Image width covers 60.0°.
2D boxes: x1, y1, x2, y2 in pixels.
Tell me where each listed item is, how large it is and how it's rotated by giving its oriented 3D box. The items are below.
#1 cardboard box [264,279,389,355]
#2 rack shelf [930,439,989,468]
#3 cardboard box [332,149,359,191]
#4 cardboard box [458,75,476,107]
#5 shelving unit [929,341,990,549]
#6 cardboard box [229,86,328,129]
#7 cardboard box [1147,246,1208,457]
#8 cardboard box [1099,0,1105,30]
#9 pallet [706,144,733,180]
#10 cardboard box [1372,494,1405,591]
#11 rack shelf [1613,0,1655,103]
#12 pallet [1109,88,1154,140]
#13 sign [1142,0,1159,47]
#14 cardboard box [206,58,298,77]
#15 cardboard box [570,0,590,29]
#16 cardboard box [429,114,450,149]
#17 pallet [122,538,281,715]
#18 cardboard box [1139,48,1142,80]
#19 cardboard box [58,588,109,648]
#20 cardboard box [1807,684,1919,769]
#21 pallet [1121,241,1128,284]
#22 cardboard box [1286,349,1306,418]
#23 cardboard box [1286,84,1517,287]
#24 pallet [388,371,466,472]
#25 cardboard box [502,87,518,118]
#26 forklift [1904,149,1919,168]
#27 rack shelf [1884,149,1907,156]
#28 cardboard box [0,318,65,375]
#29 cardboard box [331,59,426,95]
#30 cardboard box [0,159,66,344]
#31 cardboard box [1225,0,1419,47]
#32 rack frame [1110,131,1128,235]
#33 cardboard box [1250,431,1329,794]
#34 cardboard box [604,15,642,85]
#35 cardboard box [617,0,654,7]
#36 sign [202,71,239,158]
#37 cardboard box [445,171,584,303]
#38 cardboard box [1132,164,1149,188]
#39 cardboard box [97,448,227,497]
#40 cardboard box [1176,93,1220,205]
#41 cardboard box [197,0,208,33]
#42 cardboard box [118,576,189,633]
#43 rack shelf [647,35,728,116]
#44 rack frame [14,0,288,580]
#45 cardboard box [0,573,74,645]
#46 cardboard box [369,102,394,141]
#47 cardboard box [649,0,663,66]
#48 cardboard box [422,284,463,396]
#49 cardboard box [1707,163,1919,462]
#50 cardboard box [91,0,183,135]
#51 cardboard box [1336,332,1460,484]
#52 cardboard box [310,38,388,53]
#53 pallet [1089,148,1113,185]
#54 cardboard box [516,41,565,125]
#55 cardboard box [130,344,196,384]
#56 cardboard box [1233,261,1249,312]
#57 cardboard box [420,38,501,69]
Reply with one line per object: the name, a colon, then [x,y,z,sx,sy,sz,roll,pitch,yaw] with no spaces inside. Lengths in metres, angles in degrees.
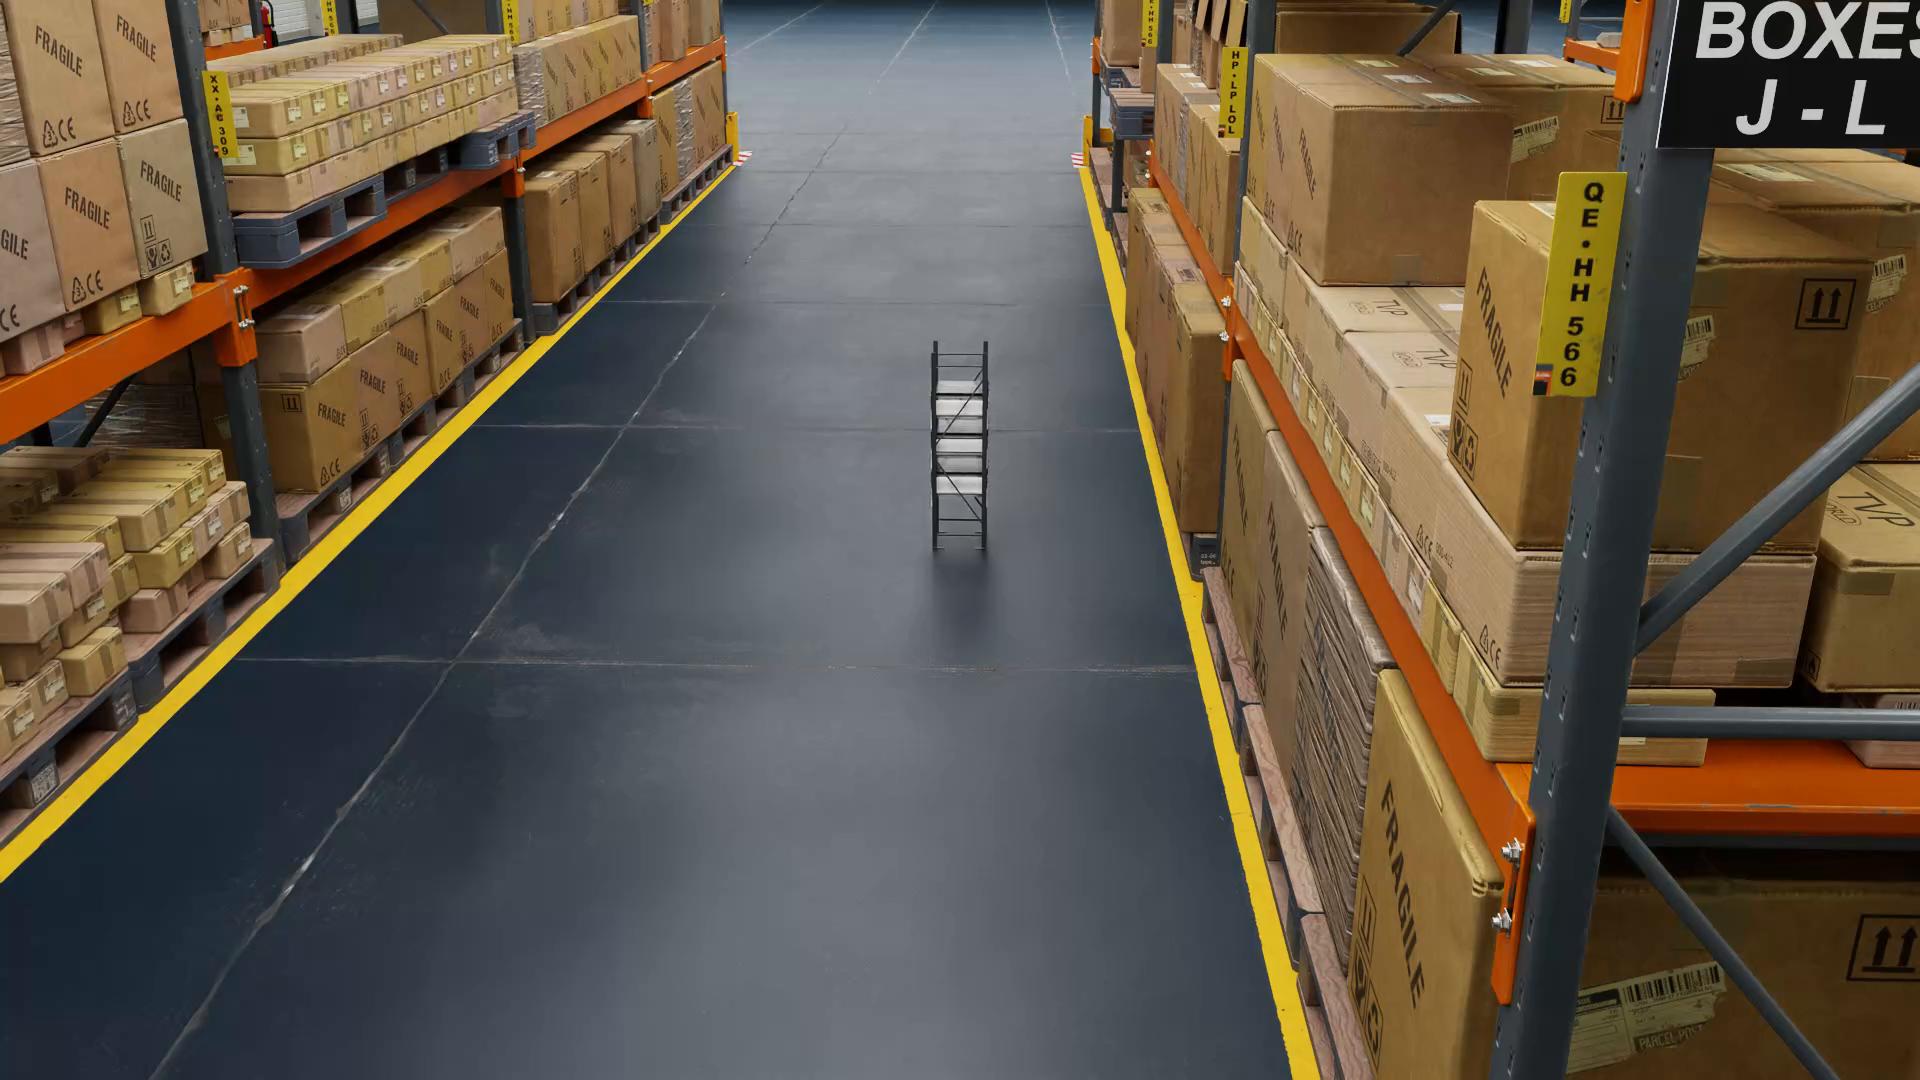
cardboard box: [-3.098,-1.077,7.996,0.500,0.250,0.500,1,21,3]
rack shelf: [0.000,-0.386,7.371,0.258,0.077,0.200,1,21,2]
cardboard box: [-2.912,-1.647,7.393,0.380,0.149,0.250,1,21,2]
cardboard box: [-2.856,-2.438,9.021,0.380,0.149,0.250,1,21,2]
shelving unit: [0.000,-0.417,7.359,0.258,0.900,0.210,1,21,2]
cardboard box: [-2.924,-1.834,7.054,0.380,0.149,0.250,1,21,3]
cardboard box: [1.582,-0.909,8.082,1.225,0.875,0.875,0,21,0]
cardboard box: [1.877,-5.475,16.942,0.875,0.500,0.500,1,21,2]
pallet: [-2.979,-3.989,17.518,1.003,0.211,1.213,1,21,2]
cardboard box: [1.140,0.007,3.713,0.380,0.149,0.250,1,21,3]
rack shelf: [1.496,-1.489,4.067,1.077,0.370,4.000,1,21,2]
pallet: [1.593,-2.765,10.773,1.213,0.211,1.003,1,21,2]
sign: [1.136,-3.101,9.882,0.100,0.325,0.005,1,21,2]
cardboard box: [-3.534,-2.312,8.285,0.380,0.149,0.250,0,21,1]
cardboard box: [-3.193,-4.097,12.421,0.700,0.500,0.500,1,21,2]
cardboard box: [-2.876,-2.118,8.607,0.380,0.149,0.250,1,21,3]
pallet: [-3.383,0.303,6.456,1.003,0.211,1.213,1,21,2]
cardboard box: [1.459,-3.334,11.581,0.396,0.266,0.258,0,21,0]
cardboard box: [-3.170,0.249,5.690,0.380,0.149,0.250,1,21,3]
cardboard box: [1.776,0.290,2.983,0.380,0.149,0.250,1,21,2]
pallet: [1.743,-2.018,12.437,1.003,0.211,1.213,1,21,2]
cardboard box: [1.176,-0.460,4.915,0.380,0.149,0.250,1,21,2]
cardboard box: [1.253,-1.031,4.798,0.500,0.500,0.500,0,21,0]
pallet: [-3.342,-0.664,8.948,1.003,0.211,1.213,1,21,2]
cardboard box: [-2.832,-2.582,9.802,0.380,0.149,0.250,1,21,3]
forklift: [3.663,-0.874,5.729,1.130,2.935,3.031,3,21,8]
rack shelf: [6.690,-2.929,11.924,1.077,0.370,4.000,1,21,2]
cardboard box: [-3.150,-0.635,5.367,0.380,0.149,0.250,0,21,-1]
cardboard box: [-2.883,-2.299,8.250,0.380,0.149,0.250,1,21,3]
cardboard box: [-3.164,-0.880,5.100,0.500,0.500,0.500,1,21,1]
cardboard box: [1.600,-2.142,7.379,0.797,0.503,0.637,1,21,2]
rack frame: [1.800,-4.042,13.798,1.000,3.000,0.127,1,21,2]
cardboard box: [1.429,0.209,5.200,0.875,0.875,0.875,1,21,2]
cardboard box: [-2.903,-3.988,13.521,0.500,0.500,0.500,1,21,1]
cardboard box: [-3.109,-4.839,14.153,0.875,0.550,0.550,1,21,2]
sign: [-2.855,-1.641,6.413,0.100,0.325,0.005,1,21,2]
cardboard box: [-3.168,-2.053,11.202,1.050,0.750,0.750,0,21,1]
cardboard box: [1.726,-2.687,13.155,0.700,0.500,0.500,1,21,1]
cardboard box: [-3.149,-0.253,6.572,0.380,0.149,0.250,1,21,3]
cardboard box: [1.349,-1.917,8.184,0.500,0.500,0.500,1,21,2]
cardboard box: [-7.764,-5.221,16.289,0.500,0.500,0.500,1,21,1]
cardboard box: [-3.104,0.228,6.155,0.380,0.149,0.250,0,21,0]
rack shelf: [-3.094,-4.520,16.027,1.077,0.370,4.000,1,21,2]
rack frame: [-3.398,-1.240,6.578,1.000,3.000,0.127,1,21,2]
cardboard box: [-3.115,0.220,5.354,0.380,0.149,0.250,0,21,0]
cardboard box: [-2.900,-1.973,7.824,0.380,0.149,0.250,1,21,4]
cardboard box: [-3.161,-4.535,14.863,0.875,0.550,0.550,1,21,2]
cardboard box: [-3.054,-1.097,9.084,0.500,0.500,0.500,0,21,-1]
cardboard box: [1.735,-0.472,3.359,0.500,0.500,0.500,0,21,0]
cardboard box: [-3.142,-1.719,5.880,0.500,0.500,0.500,0,21,0]
cardboard box: [1.216,-0.317,3.995,0.500,0.250,0.500,0,21,0]
cardboard box: [-3.490,-2.780,9.492,0.380,0.149,0.250,0,21,0]
pallet: [1.859,-3.867,17.203,1.003,0.211,1.213,1,21,2]
cardboard box: [-2.980,-3.076,11.172,0.500,0.500,0.500,0,21,1]
cardboard box: [-3.628,-0.892,7.520,0.500,0.250,0.500,0,21,0]
cardboard box: [1.215,-0.929,6.123,0.380,0.149,0.250,1,21,2]
cardboard box: [-2.843,-2.769,9.464,0.380,0.149,0.250,0,21,1]
